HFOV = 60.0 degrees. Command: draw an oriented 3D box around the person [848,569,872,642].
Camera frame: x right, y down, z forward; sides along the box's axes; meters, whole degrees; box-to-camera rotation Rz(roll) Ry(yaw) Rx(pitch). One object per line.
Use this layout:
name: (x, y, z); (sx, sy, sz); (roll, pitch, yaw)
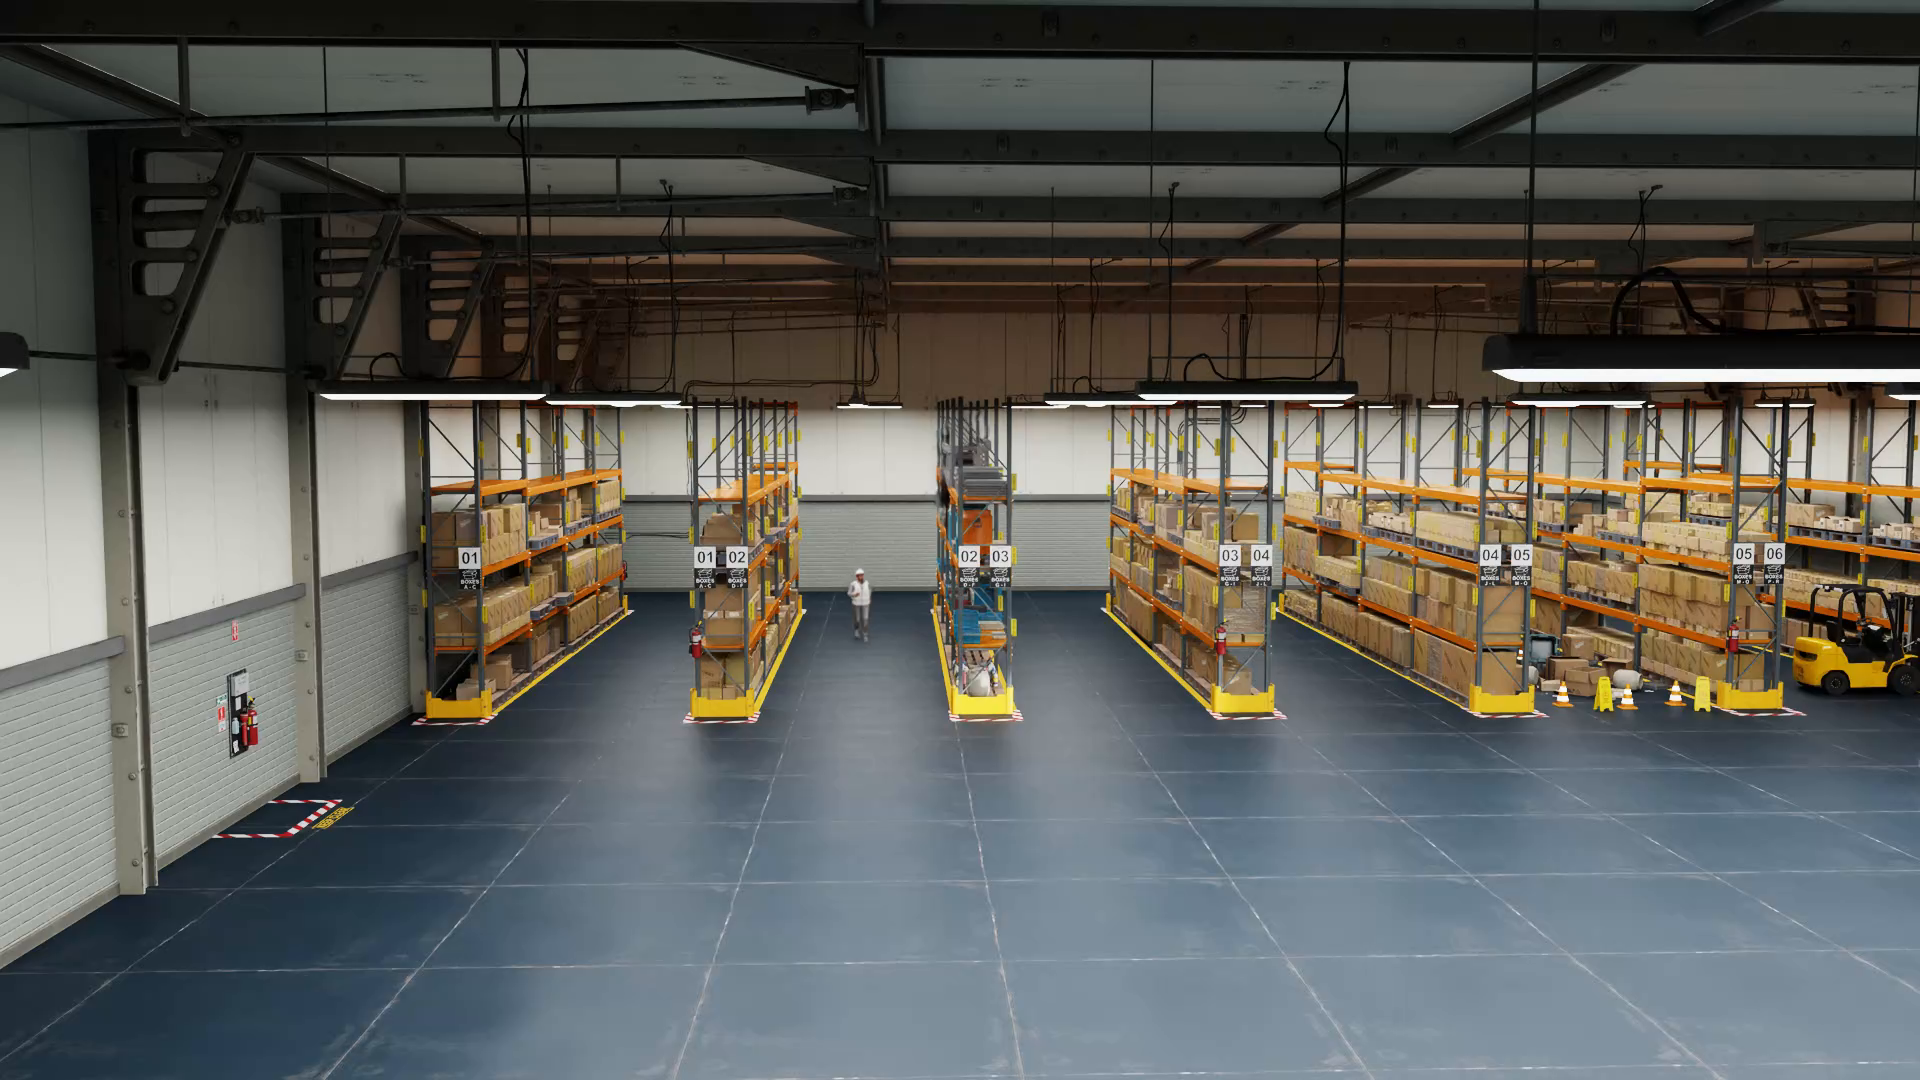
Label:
person: (-2.478, 1.613, 41.452); (0.656, 1.777, 0.949); (-1, 5, -13)
